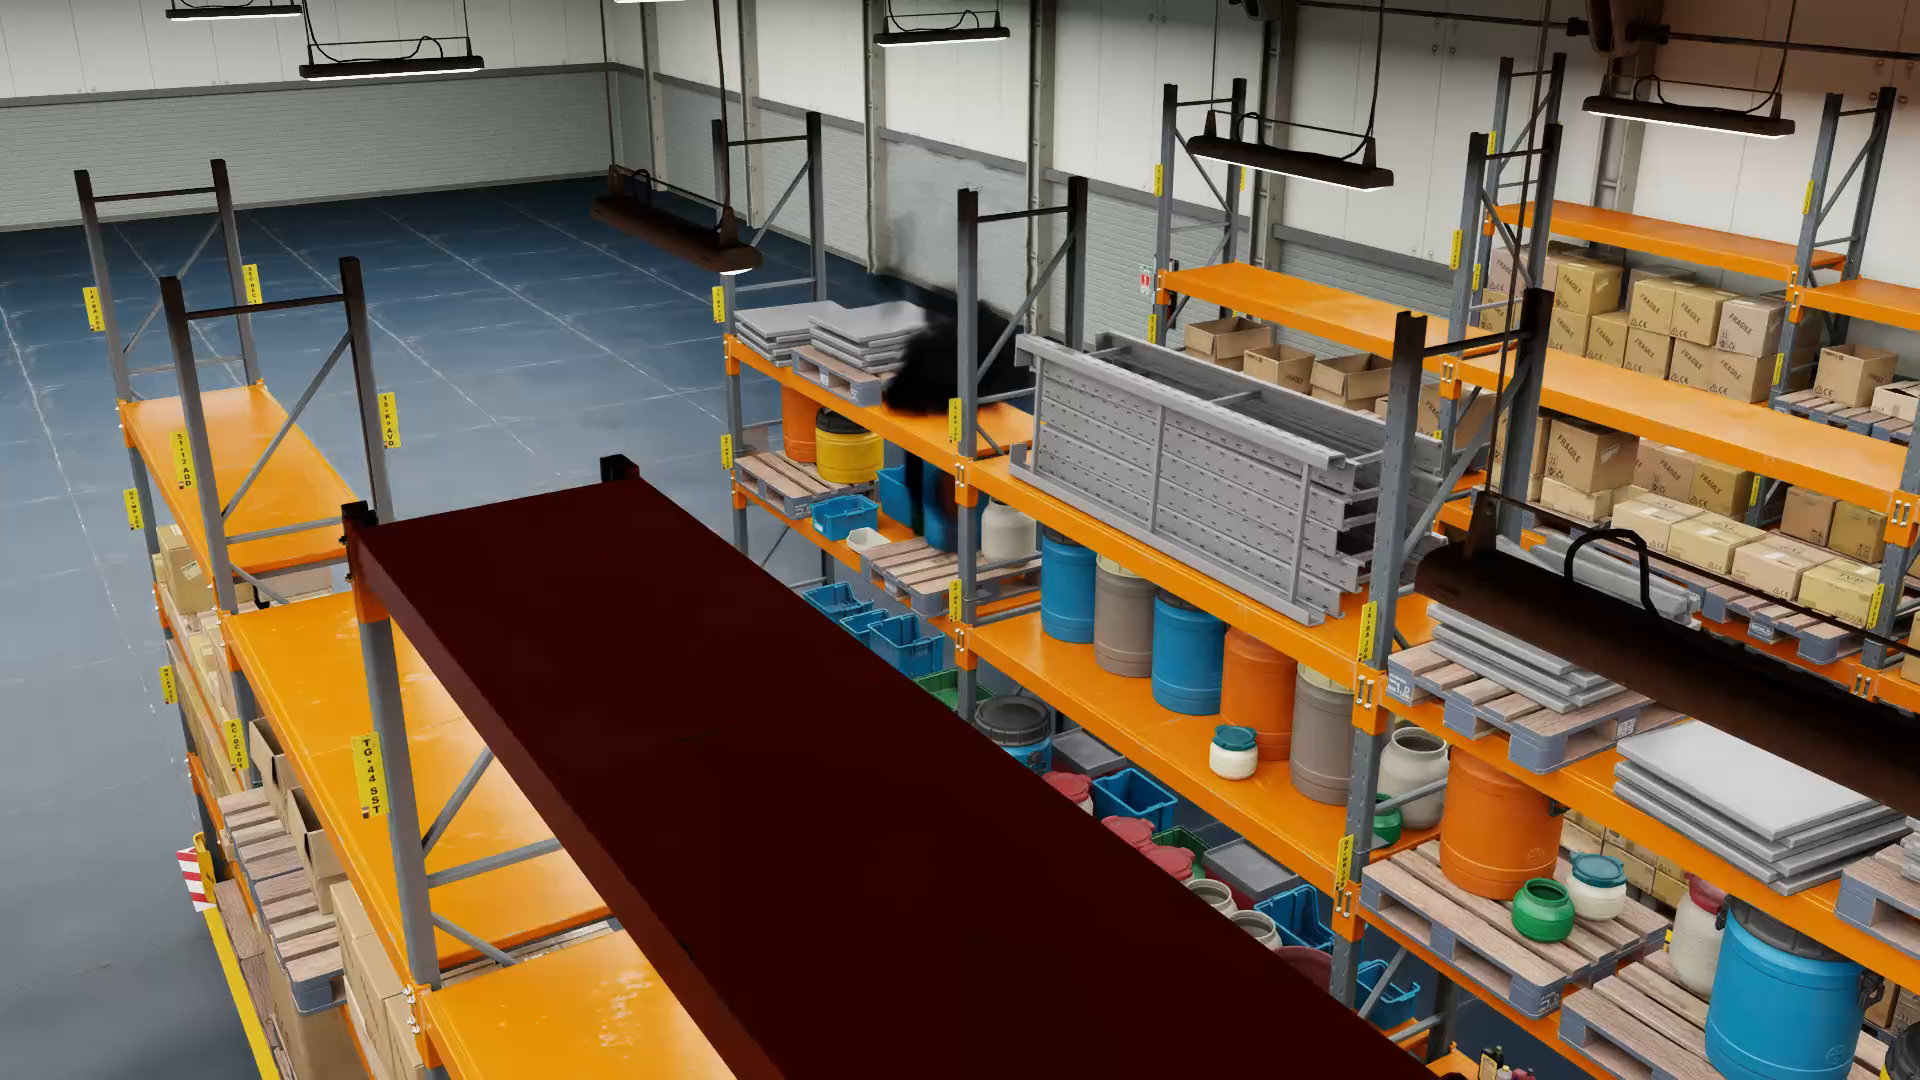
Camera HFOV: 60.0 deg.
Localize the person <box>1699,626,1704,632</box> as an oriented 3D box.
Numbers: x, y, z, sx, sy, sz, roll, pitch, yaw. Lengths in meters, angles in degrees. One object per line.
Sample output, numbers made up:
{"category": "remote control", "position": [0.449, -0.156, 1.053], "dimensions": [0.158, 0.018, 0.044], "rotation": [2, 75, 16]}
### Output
{"category": "person", "position": [6.708, 1.468, 15.517], "dimensions": [0.556, 1.710, 0.711], "rotation": [-13, 25, -29]}
